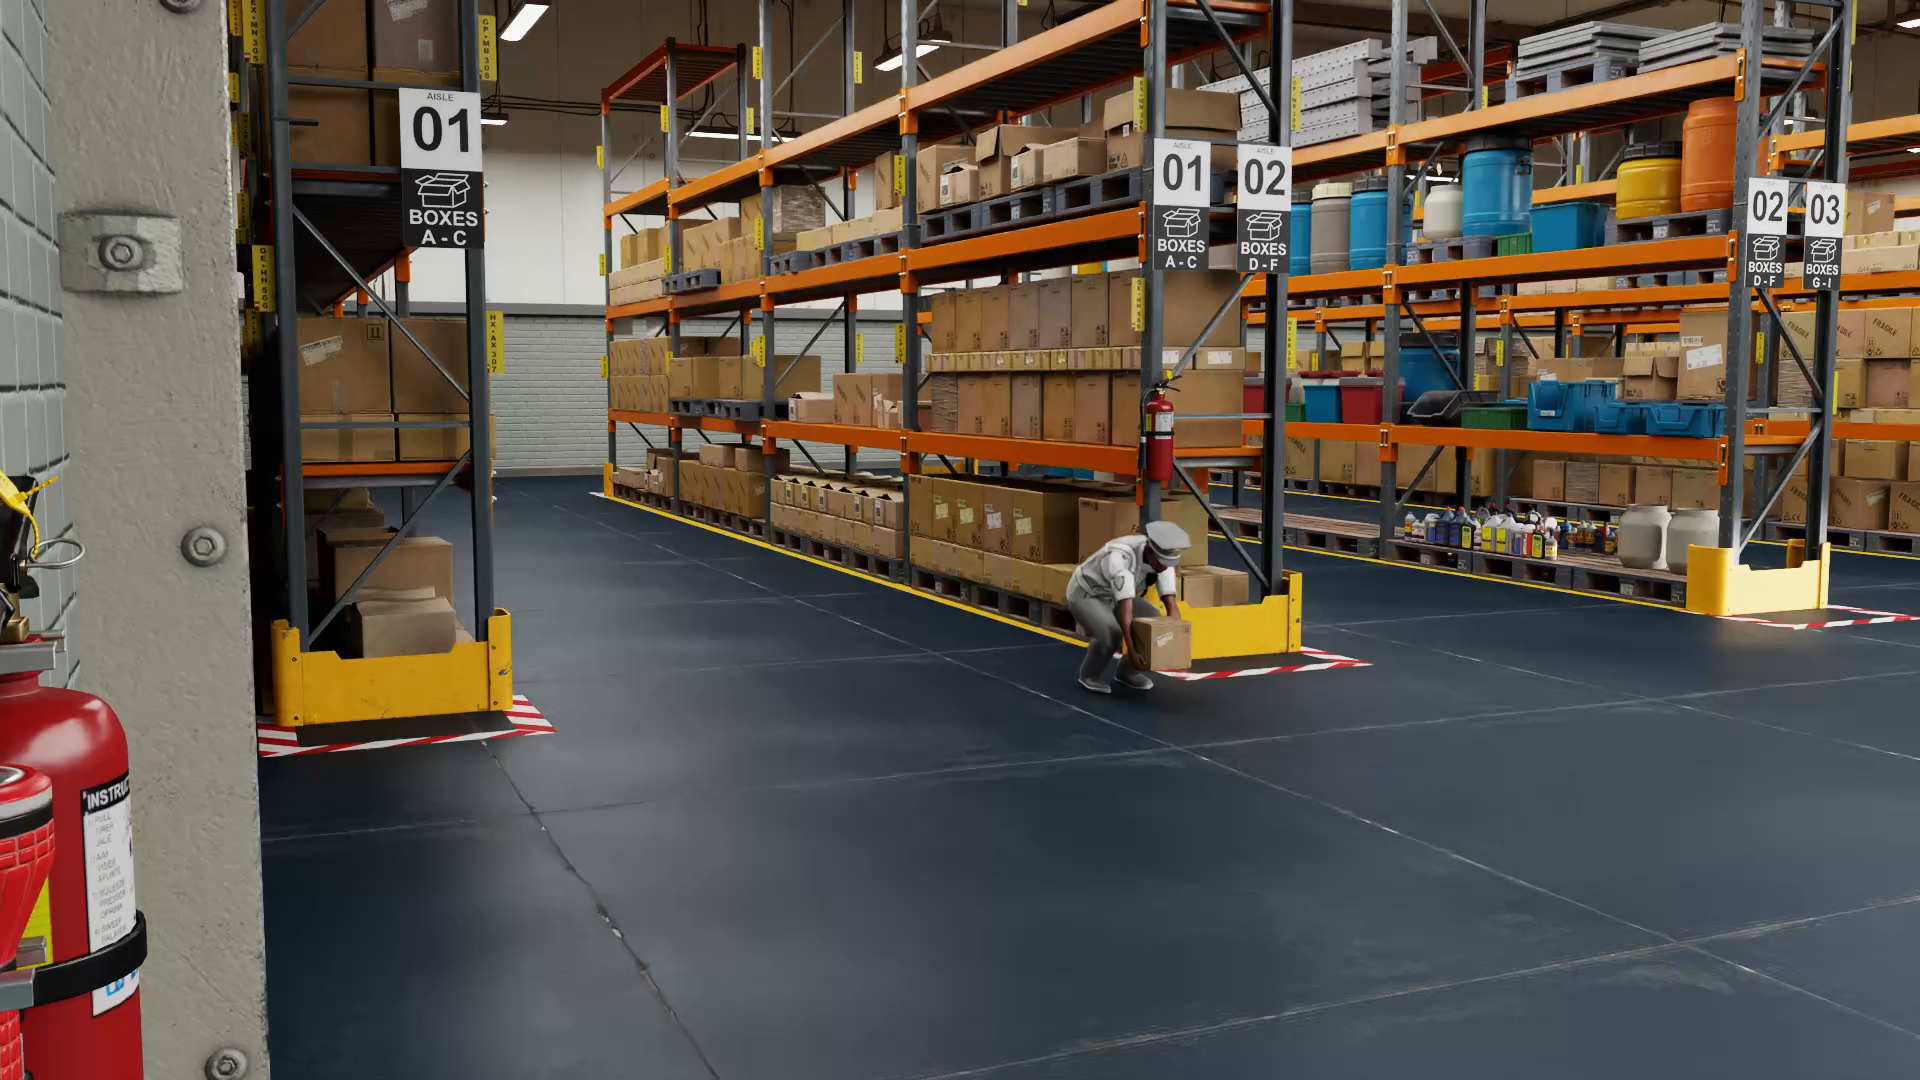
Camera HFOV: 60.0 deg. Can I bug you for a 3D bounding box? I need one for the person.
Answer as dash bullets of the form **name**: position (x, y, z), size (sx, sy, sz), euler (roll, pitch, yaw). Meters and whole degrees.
- **person**: position (0.938, 0.368, 9.257), size (0.458, 0.985, 0.860), euler (-3, 6, -27)
